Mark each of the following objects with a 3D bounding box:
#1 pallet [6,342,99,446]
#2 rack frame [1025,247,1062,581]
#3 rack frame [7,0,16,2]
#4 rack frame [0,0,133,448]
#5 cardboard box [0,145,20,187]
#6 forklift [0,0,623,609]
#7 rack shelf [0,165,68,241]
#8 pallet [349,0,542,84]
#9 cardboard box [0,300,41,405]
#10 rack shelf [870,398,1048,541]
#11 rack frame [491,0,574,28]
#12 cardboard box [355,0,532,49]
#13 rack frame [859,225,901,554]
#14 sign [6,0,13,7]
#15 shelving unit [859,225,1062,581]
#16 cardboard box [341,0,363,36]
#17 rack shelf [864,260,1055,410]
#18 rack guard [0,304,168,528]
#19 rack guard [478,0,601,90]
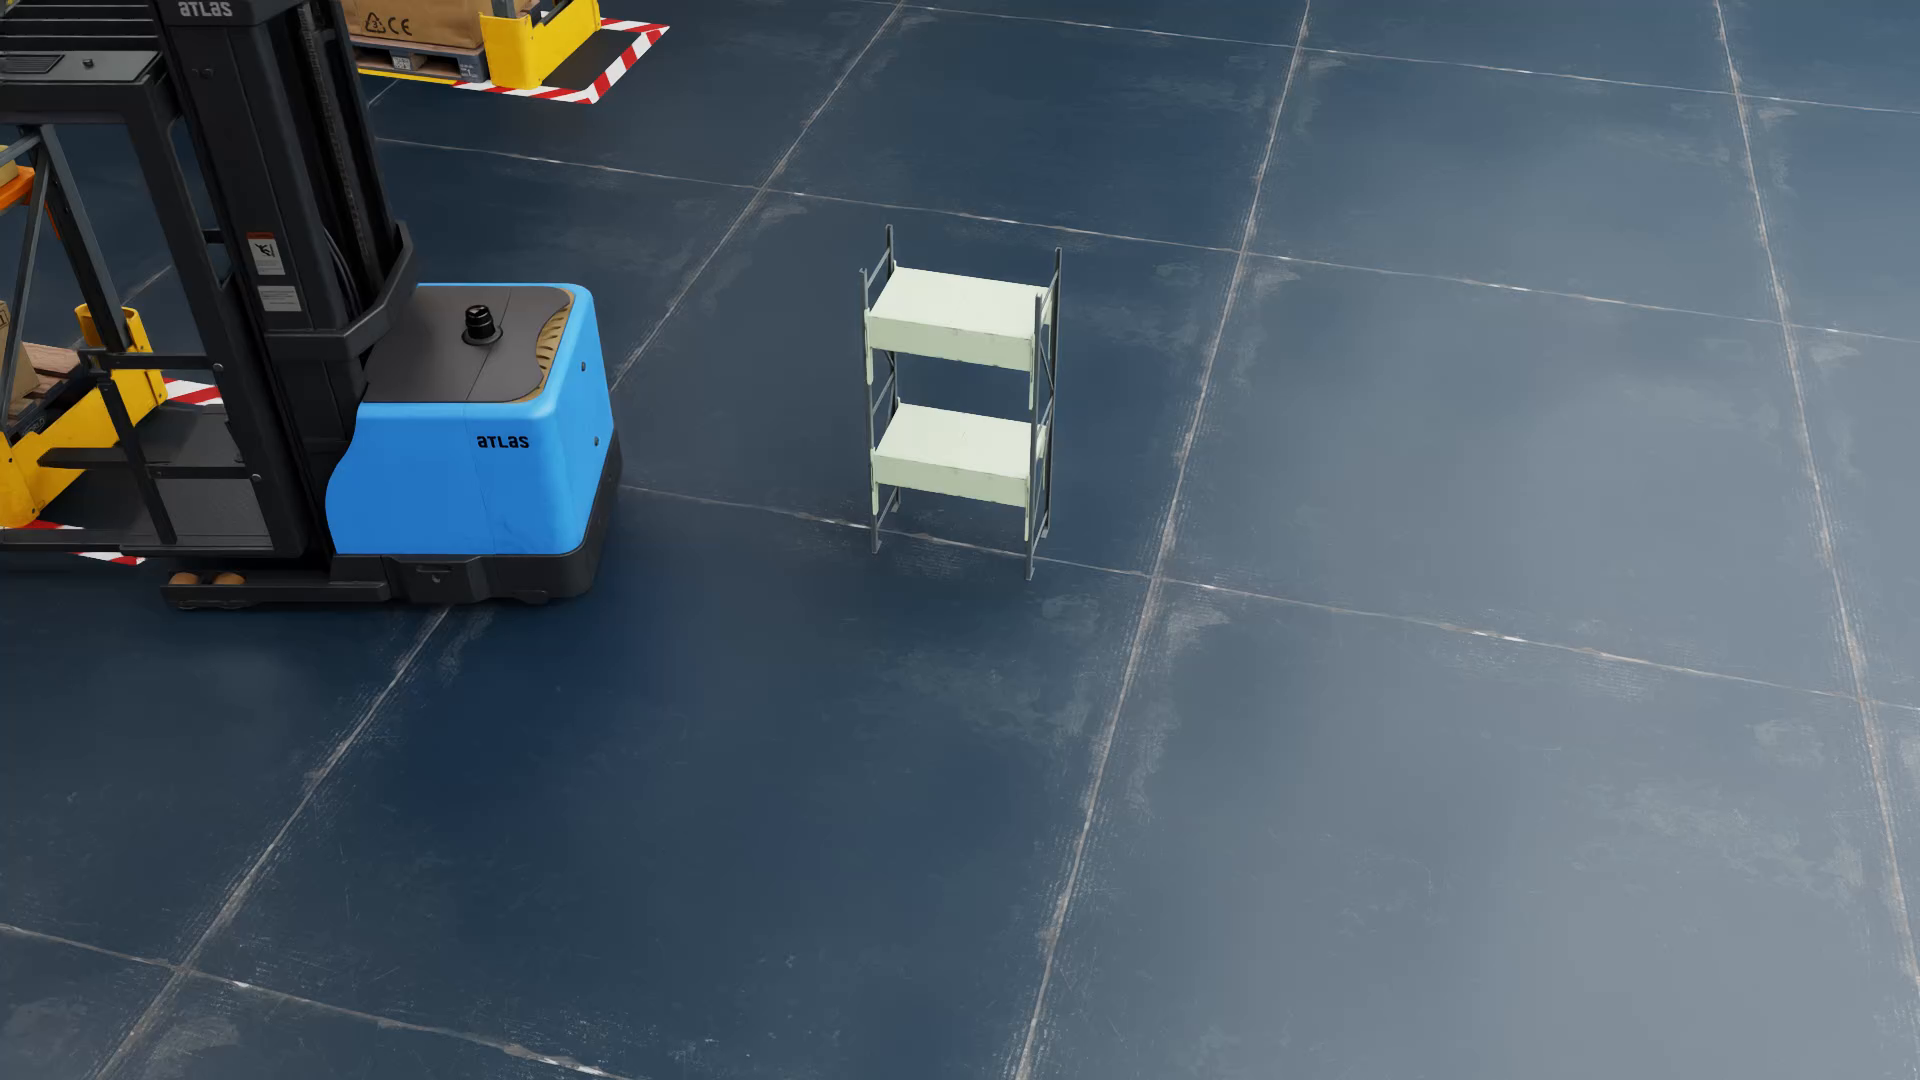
[{"bbox_3d":[-5.205,-0.676,8.415,1.213,0.211,1.003,10,41,11],"label":"pallet"},{"bbox_3d":[0.360,-0.512,7.218,0.023,1.500,0.400,10,41,11],"label":"rack frame"},{"bbox_3d":[-6.840,-5.304,11.757,0.127,3.000,1.000,10,41,11],"label":"rack frame"},{"bbox_3d":[-4.356,-1.574,7.317,0.127,3.000,1.000,10,41,11],"label":"rack frame"},{"bbox_3d":[-4.570,-1.674,7.630,0.250,0.149,0.380,10,41,11],"label":"cardboard box"},{"bbox_3d":[-3.155,-1.154,6.870,3.031,2.935,1.130,0,40,0],"label":"forklift"},{"bbox_3d":[-6.288,-1.631,7.944,4.000,0.370,1.077,10,41,11],"label":"rack shelf"},{"bbox_3d":[-3.769,-3.655,11.963,1.213,0.211,1.003,10,41,11],"label":"pallet"},{"bbox_3d":[-4.955,-0.892,8.121,0.500,0.500,0.500,17,43,19],"label":"cardboard box"},{"bbox_3d":[0.006,-0.324,7.501,0.720,0.370,0.431,10,41,11],"label":"rack shelf"},{"bbox_3d":[-2.976,-4.639,10.966,0.127,3.000,1.000,10,41,11],"label":"rack frame"},{"bbox_3d":[-3.649,-4.058,11.599,0.875,0.875,0.875,10,41,12],"label":"cardboard box"},{"bbox_3d":[-0.347,-0.634,7.363,0.023,1.500,0.400,10,41,11],"label":"rack frame"},{"bbox_3d":[-4.216,-2.243,7.440,0.005,0.325,0.100,10,41,11],"label":"sign"},{"bbox_3d":[0.006,-0.573,7.291,0.755,1.500,0.431,10,41,11],"label":"shelving unit"},{"bbox_3d":[-4.499,-4.203,11.772,0.875,0.875,0.875,9,41,11],"label":"cardboard box"},{"bbox_3d":[0.006,-0.872,7.040,0.720,0.370,0.431,10,41,11],"label":"rack shelf"},{"bbox_3d":[-4.429,-0.630,8.136,0.348,0.500,1.175,10,41,11],"label":"rack guard"},{"bbox_3d":[-2.953,-3.678,11.765,0.348,0.500,1.175,10,41,11],"label":"rack guard"}]
